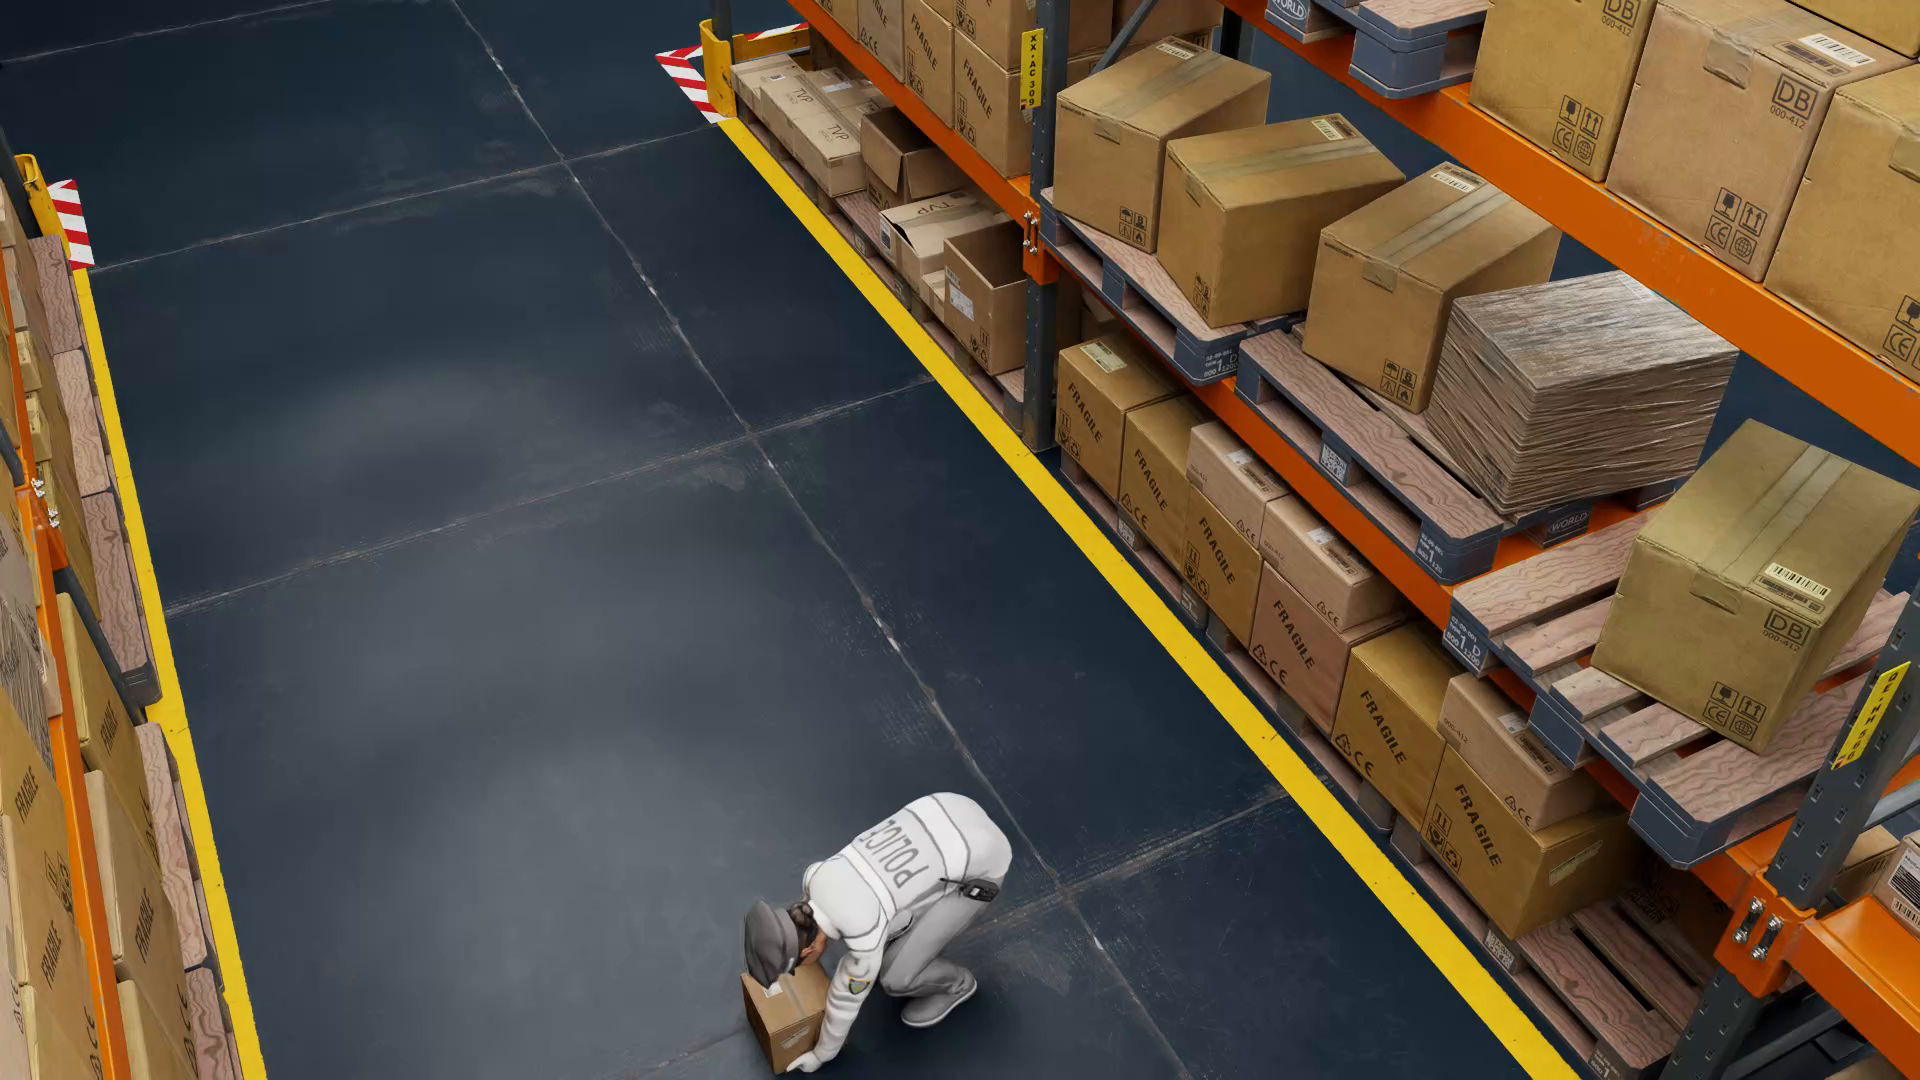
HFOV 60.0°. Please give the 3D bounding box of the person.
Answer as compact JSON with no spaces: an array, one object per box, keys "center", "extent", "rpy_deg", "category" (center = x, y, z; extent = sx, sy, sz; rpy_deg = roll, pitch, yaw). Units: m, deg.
[{"center":[-0.270,1.280,5.407],"extent":[0.898,0.791,0.457],"rpy_deg":[-20,45,-21],"category":"person"}]
